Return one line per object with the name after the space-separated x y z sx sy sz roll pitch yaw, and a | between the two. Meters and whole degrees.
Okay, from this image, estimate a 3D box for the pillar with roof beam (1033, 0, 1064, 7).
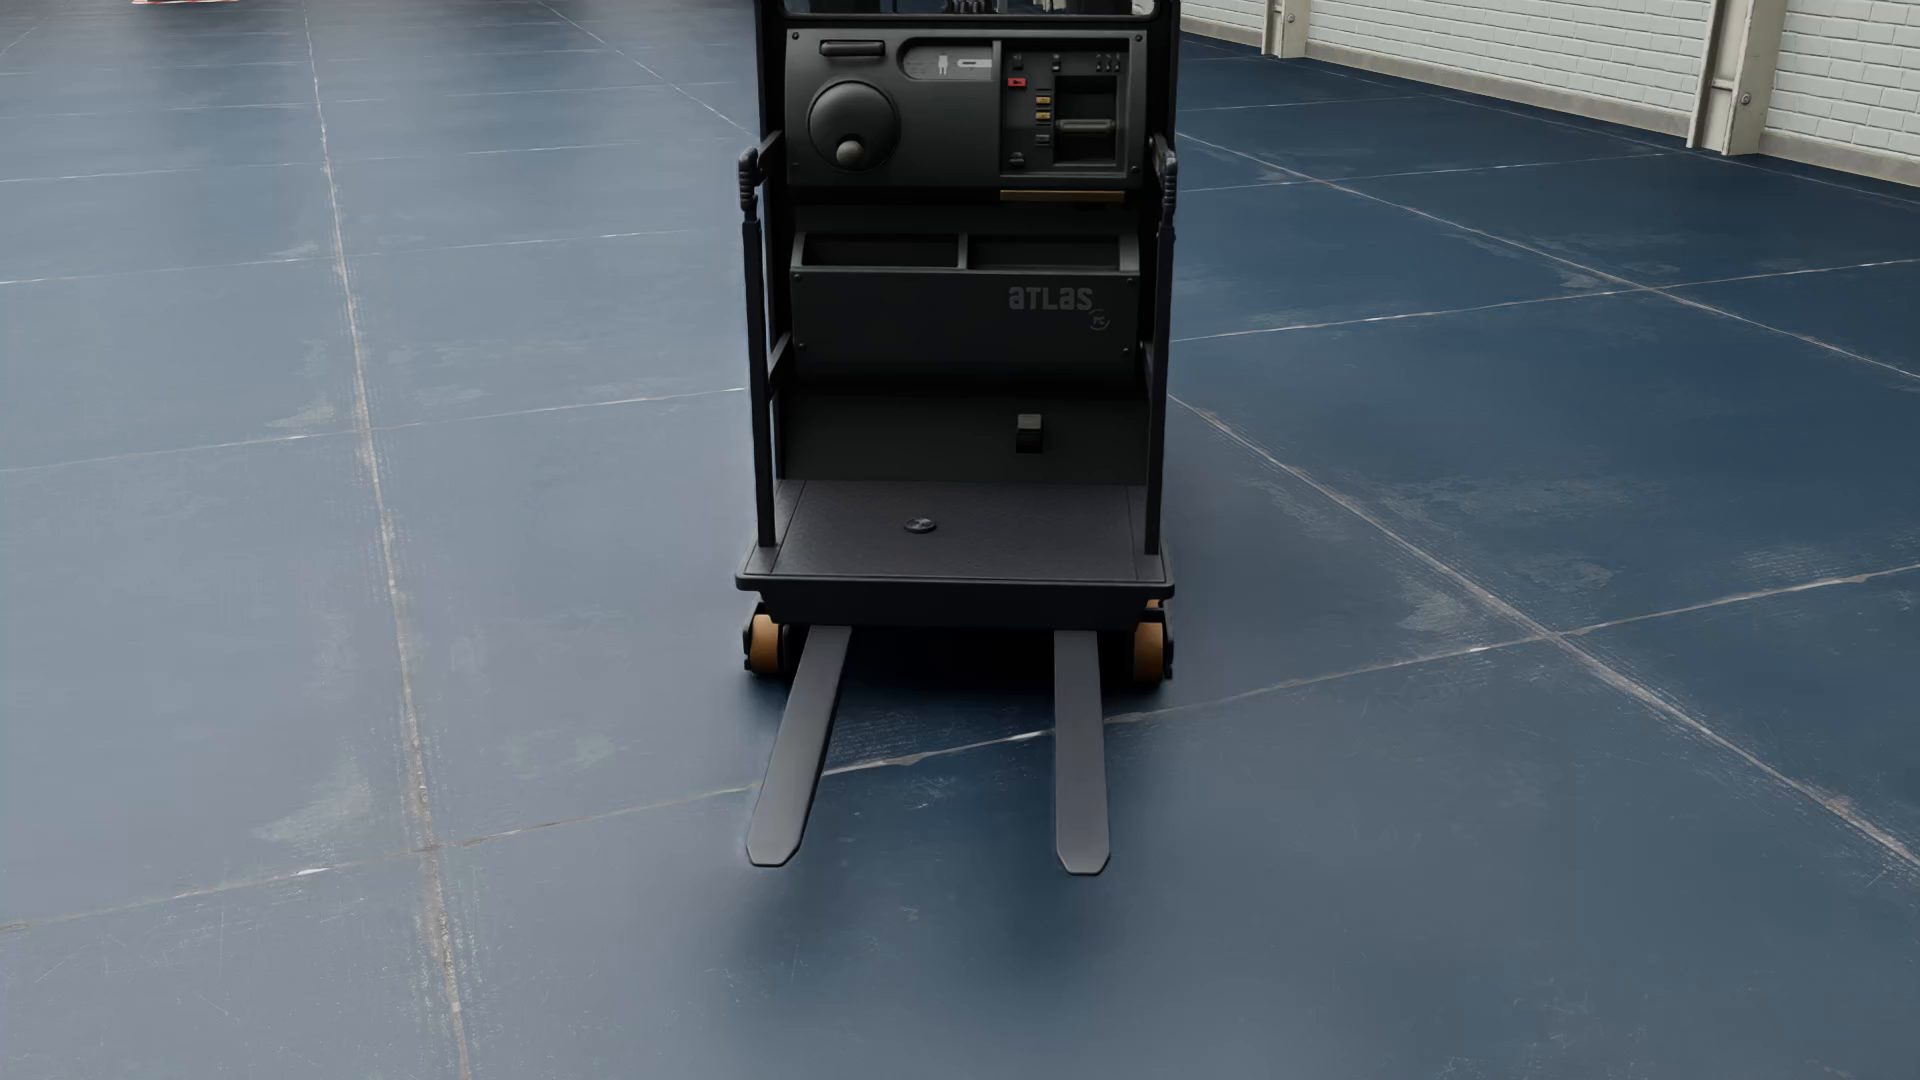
-2.830 -10.699 19.048 9.100 9.000 0.400 -8 24 -19 | pillar with roof beam

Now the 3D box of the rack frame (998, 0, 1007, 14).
0.336 -1.336 6.490 0.400 1.500 0.023 -4 23 -9 | rack frame

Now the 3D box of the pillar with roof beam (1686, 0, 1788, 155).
1.410 -6.339 8.703 9.100 9.000 0.400 -8 24 -19 | pillar with roof beam

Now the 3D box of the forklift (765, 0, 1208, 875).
0.056 -1.103 4.092 1.130 2.935 3.031 -1 23 -2 | forklift

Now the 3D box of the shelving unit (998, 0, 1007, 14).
0.401 -1.196 6.158 0.431 1.500 0.755 -4 23 -9 | shelving unit

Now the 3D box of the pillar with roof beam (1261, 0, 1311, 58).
-0.710 -8.519 13.875 9.100 9.000 0.400 -8 24 -19 | pillar with roof beam
